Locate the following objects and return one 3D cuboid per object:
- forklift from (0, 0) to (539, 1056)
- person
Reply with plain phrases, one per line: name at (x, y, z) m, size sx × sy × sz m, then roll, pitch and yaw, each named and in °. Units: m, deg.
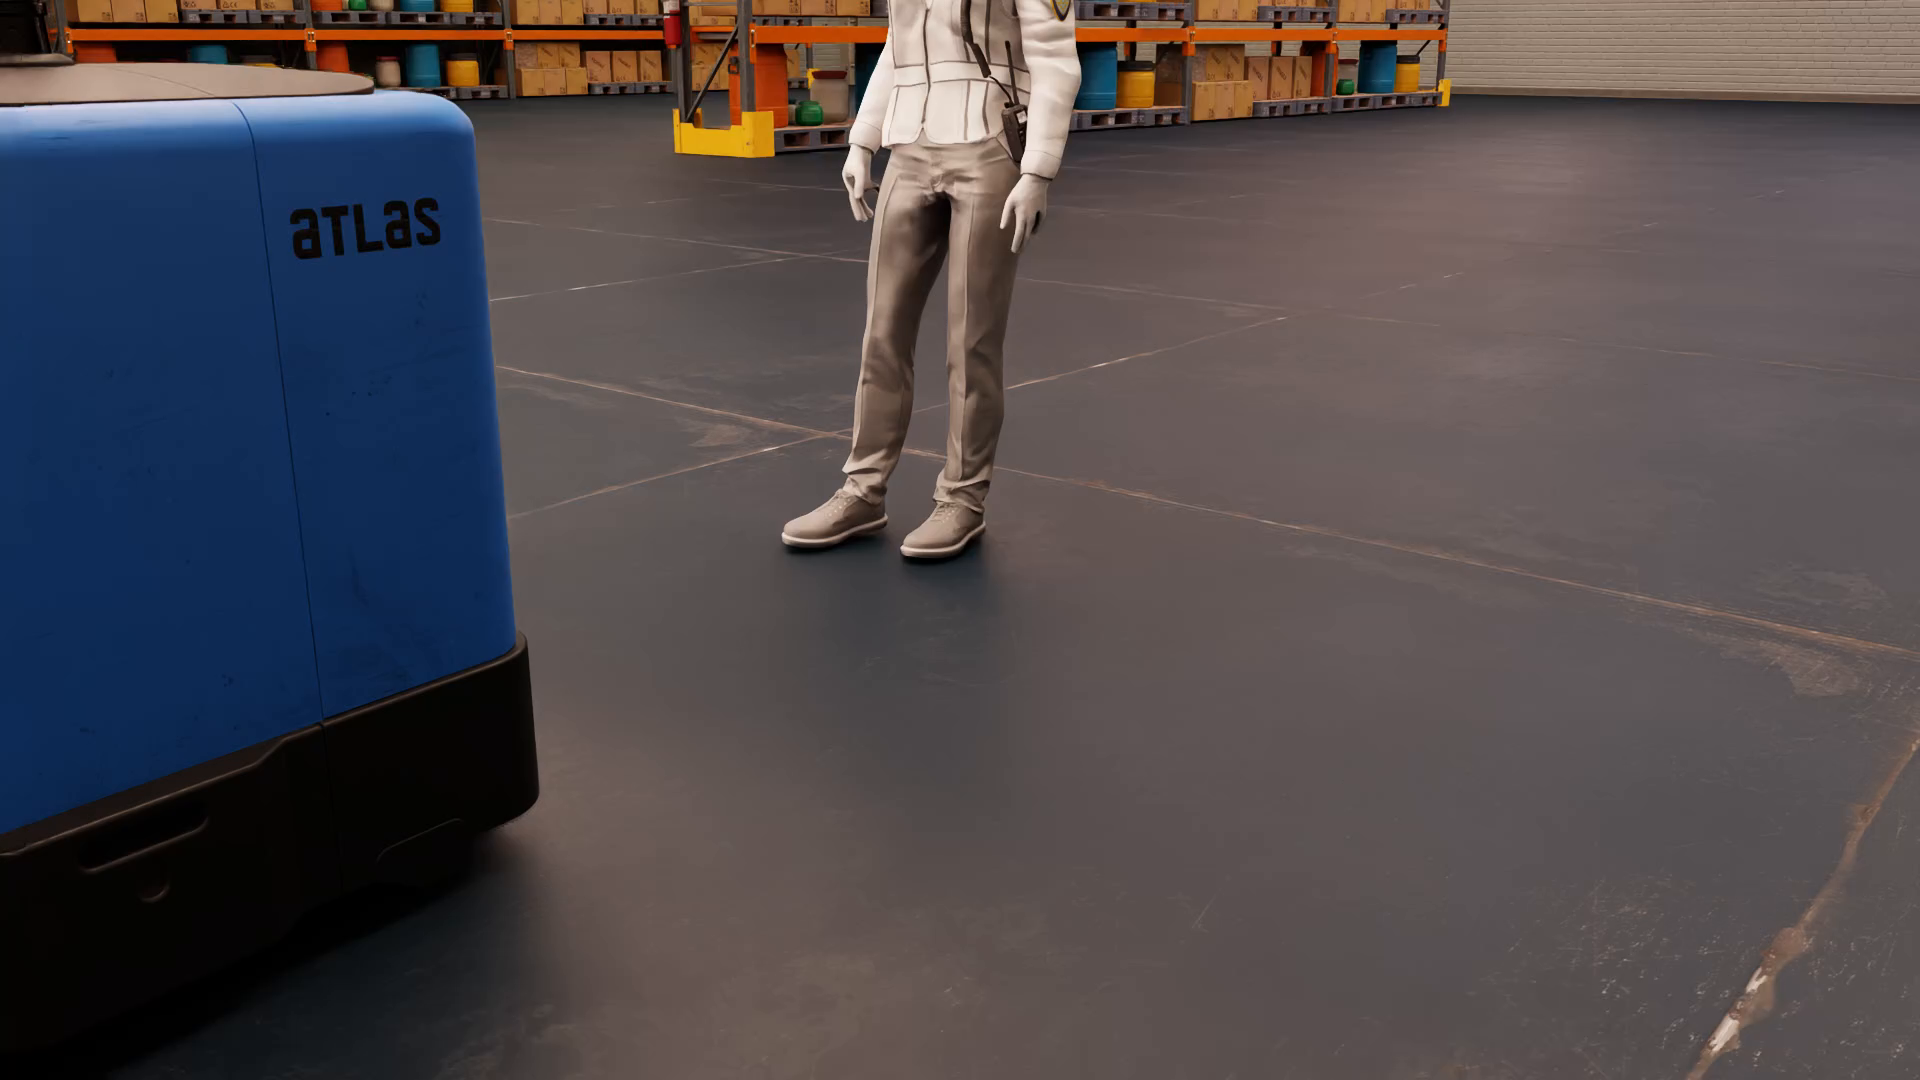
forklift at (-1.903, -0.697, 1.192) m, size 1.130 × 2.935 × 3.031 m, roll 12°, pitch 21°, yaw 35°
person at (-0.048, -0.803, 3.647) m, size 0.587 × 1.695 × 0.531 m, roll 13°, pitch 21°, yaw 37°
